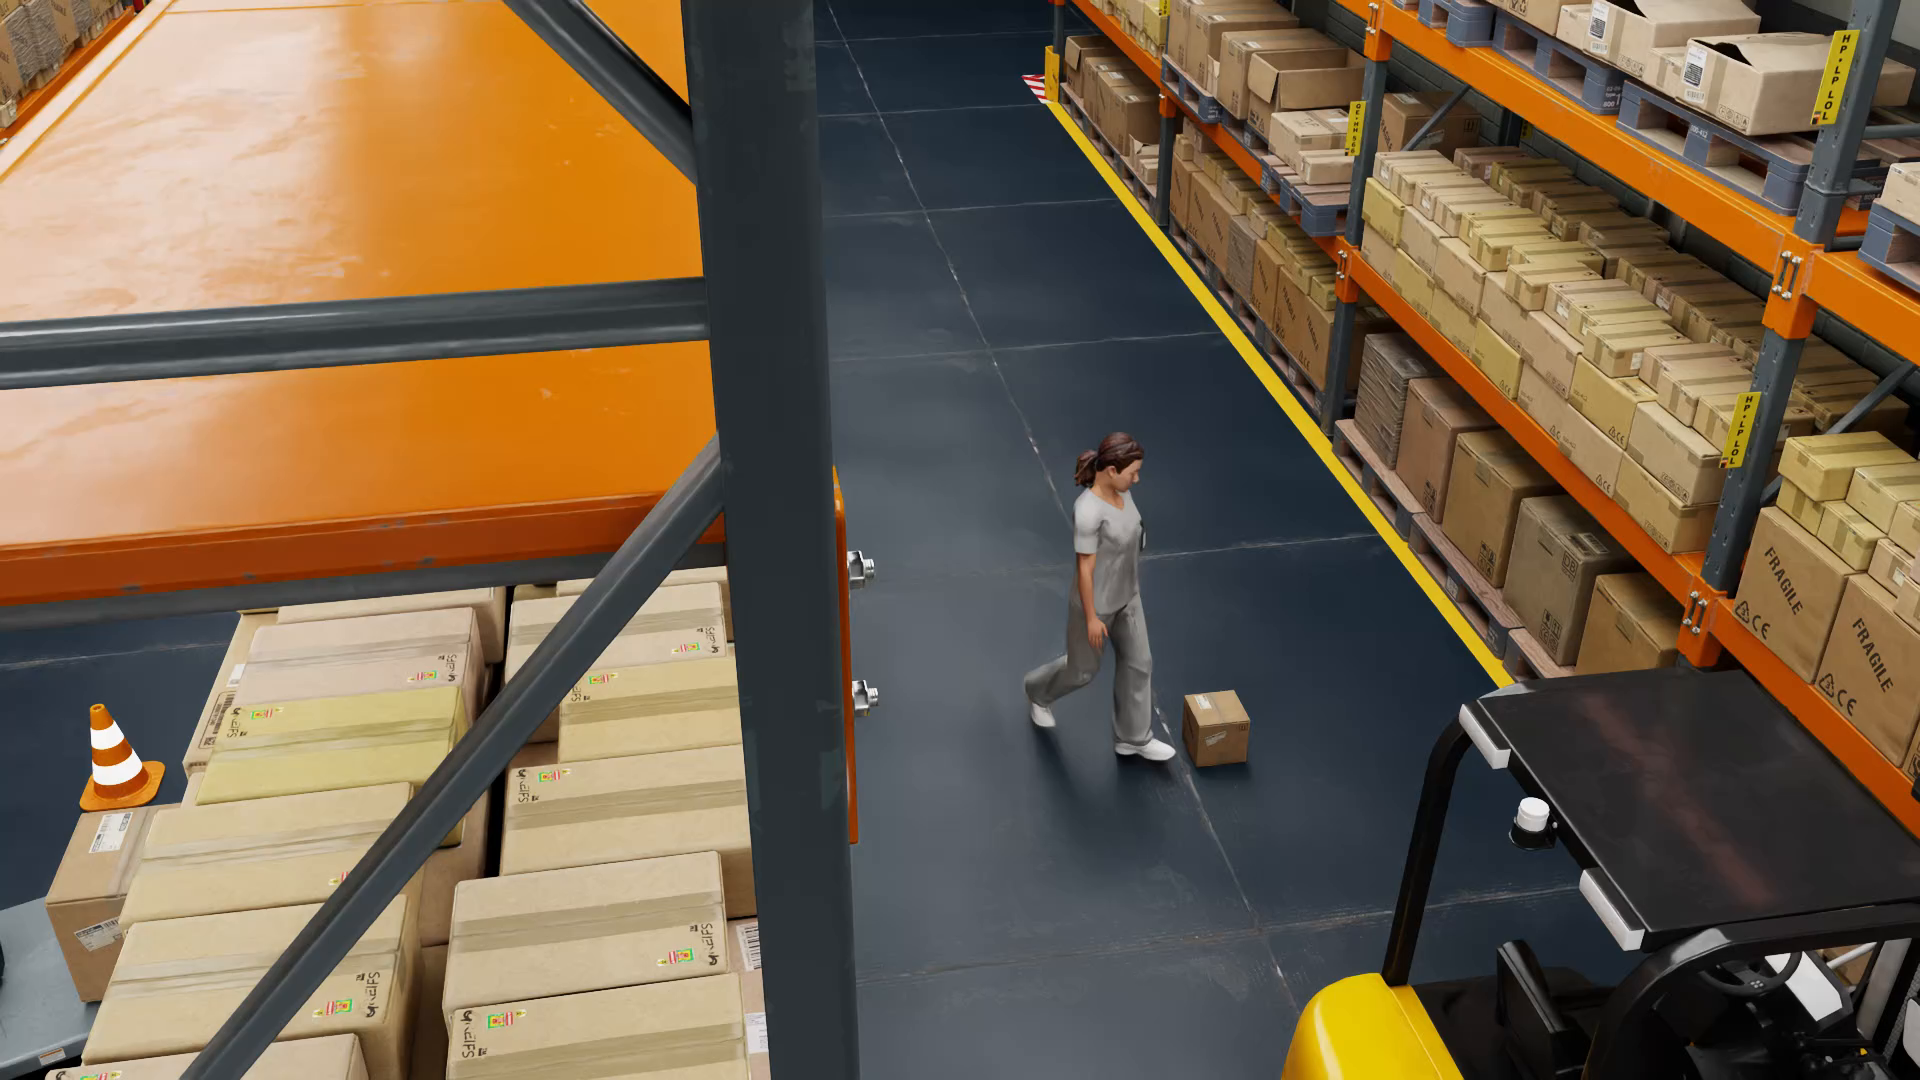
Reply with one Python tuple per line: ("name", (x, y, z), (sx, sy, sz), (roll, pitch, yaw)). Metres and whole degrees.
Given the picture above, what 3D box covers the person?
("person", (0.642, 0.270, 7.673), (0.830, 1.652, 0.483), (23, 38, 33))
